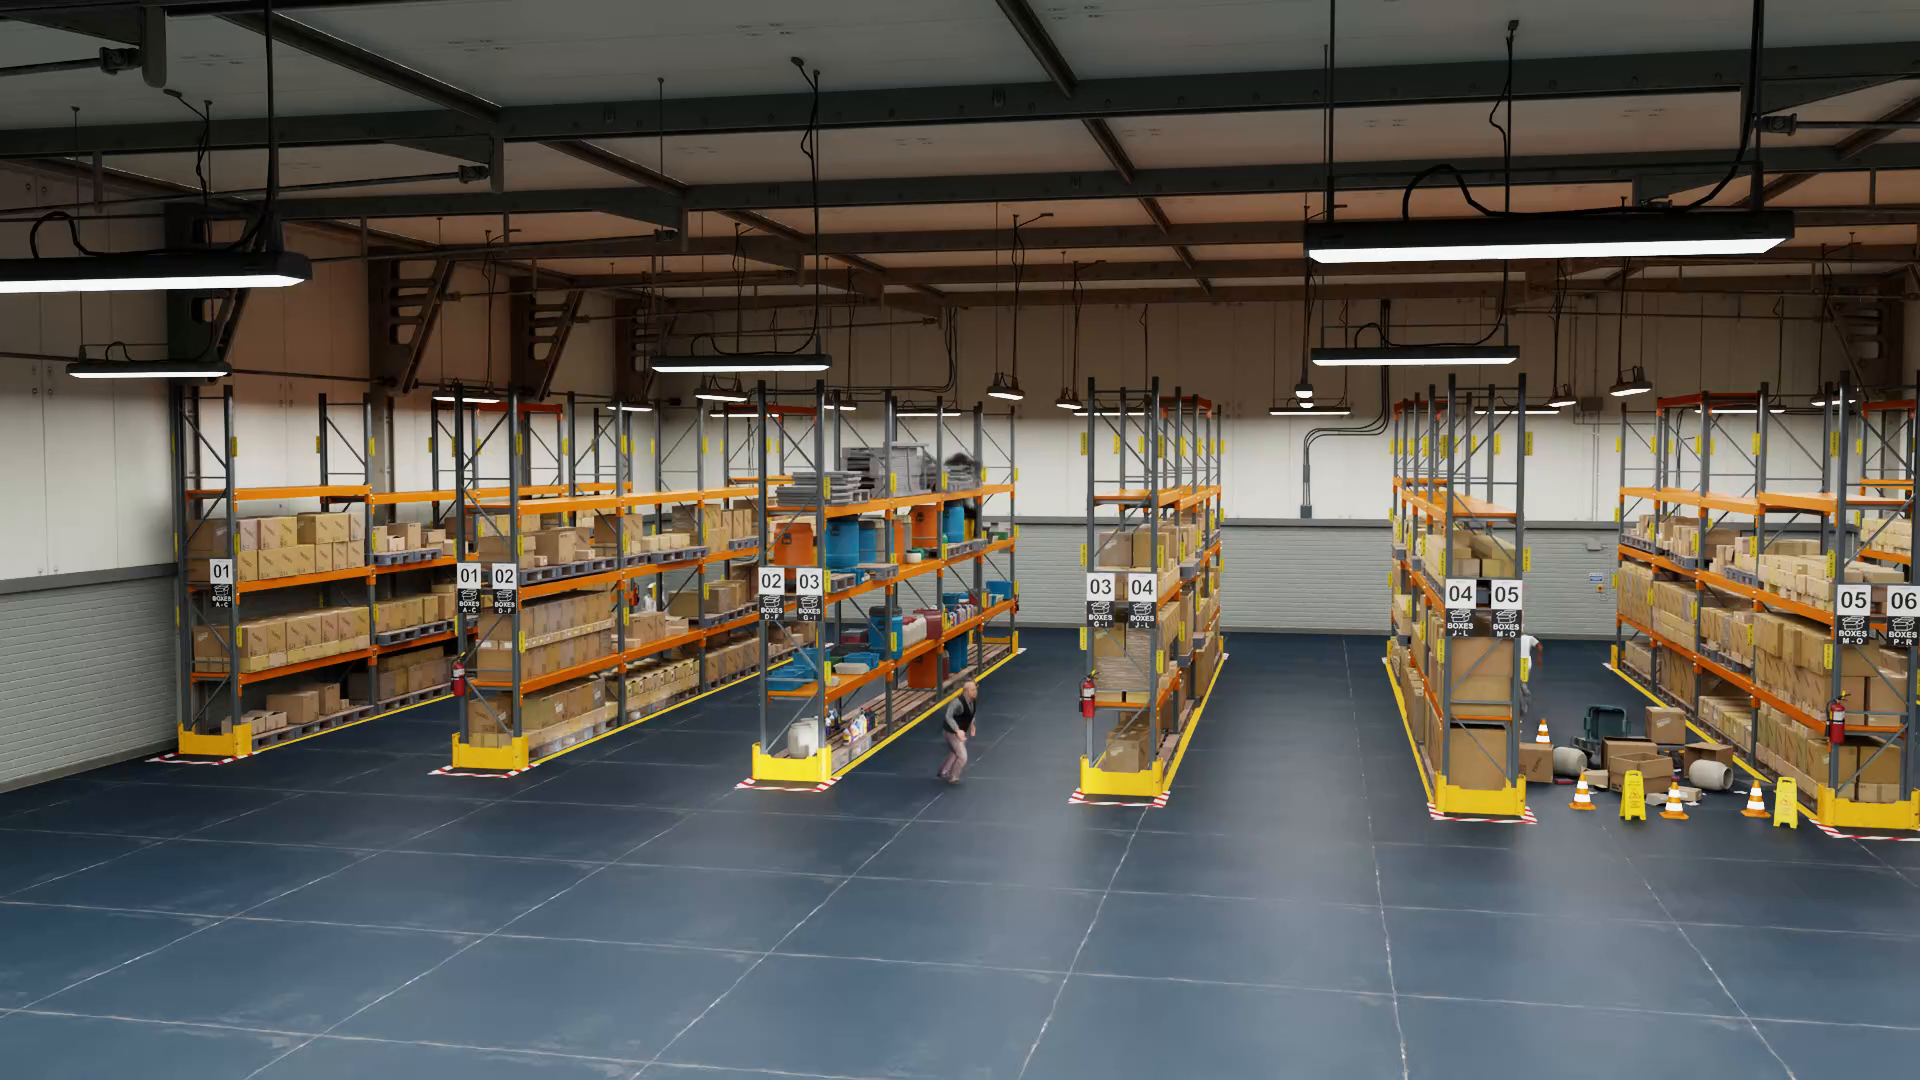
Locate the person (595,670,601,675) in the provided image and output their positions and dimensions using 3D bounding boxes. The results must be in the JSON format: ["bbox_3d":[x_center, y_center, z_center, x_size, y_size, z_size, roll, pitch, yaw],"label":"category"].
[{"bbox_3d":[-7.819,2.212,35.107,0.576,1.662,0.909,0,3,-1],"label":"person"}]

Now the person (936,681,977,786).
[{"bbox_3d":[-0.060,2.843,24.573,0.829,1.582,0.694,2,4,28],"label":"person"}]

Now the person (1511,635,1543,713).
[{"bbox_3d":[10.576,2.407,31.443,0.704,1.682,0.709,0,3,-5],"label":"person"}]

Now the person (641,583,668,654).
[{"bbox_3d":[-7.395,1.899,40.109,0.639,1.720,0.617,0,3,4],"label":"person"}]
